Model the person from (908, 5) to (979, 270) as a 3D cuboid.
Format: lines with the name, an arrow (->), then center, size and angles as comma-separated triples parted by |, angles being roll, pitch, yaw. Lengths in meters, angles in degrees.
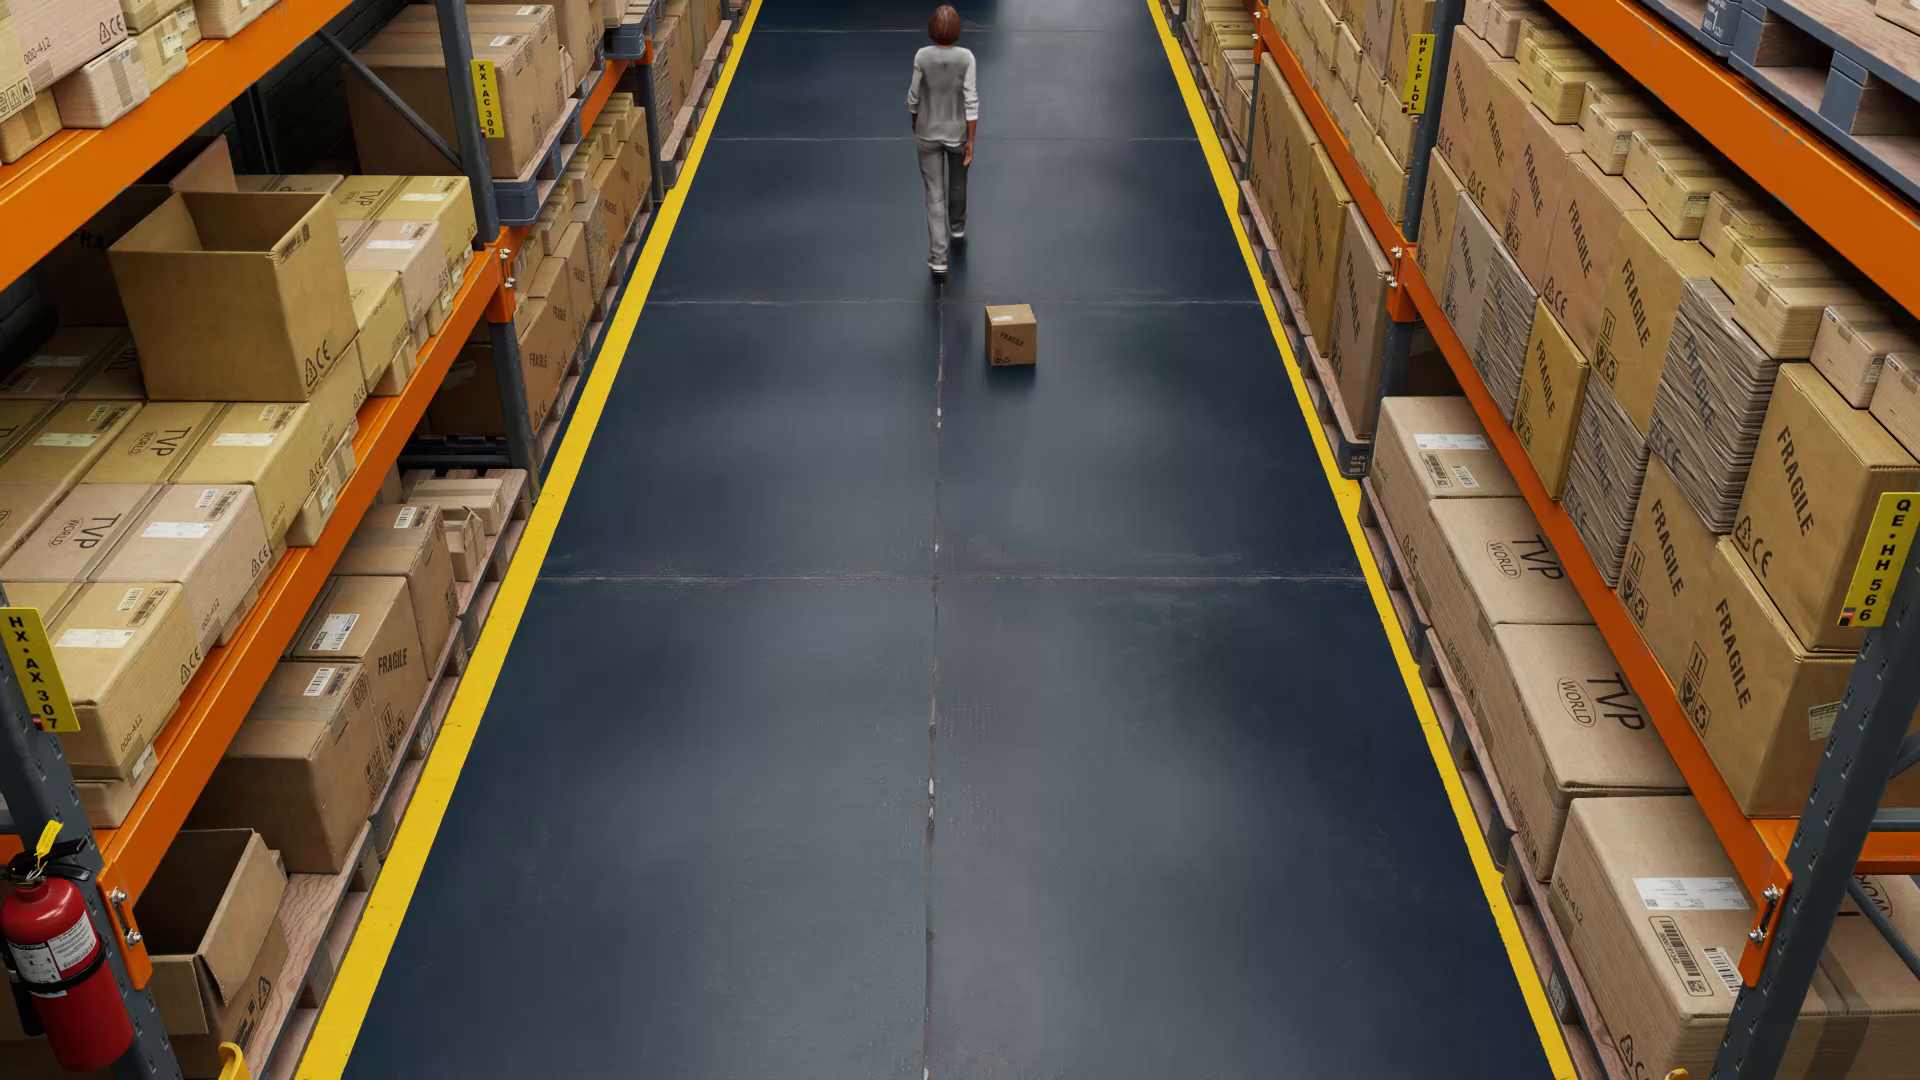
person -> -0.104, -2.487, 10.118 | 0.422, 1.537, 0.963 | -2, 32, -2
